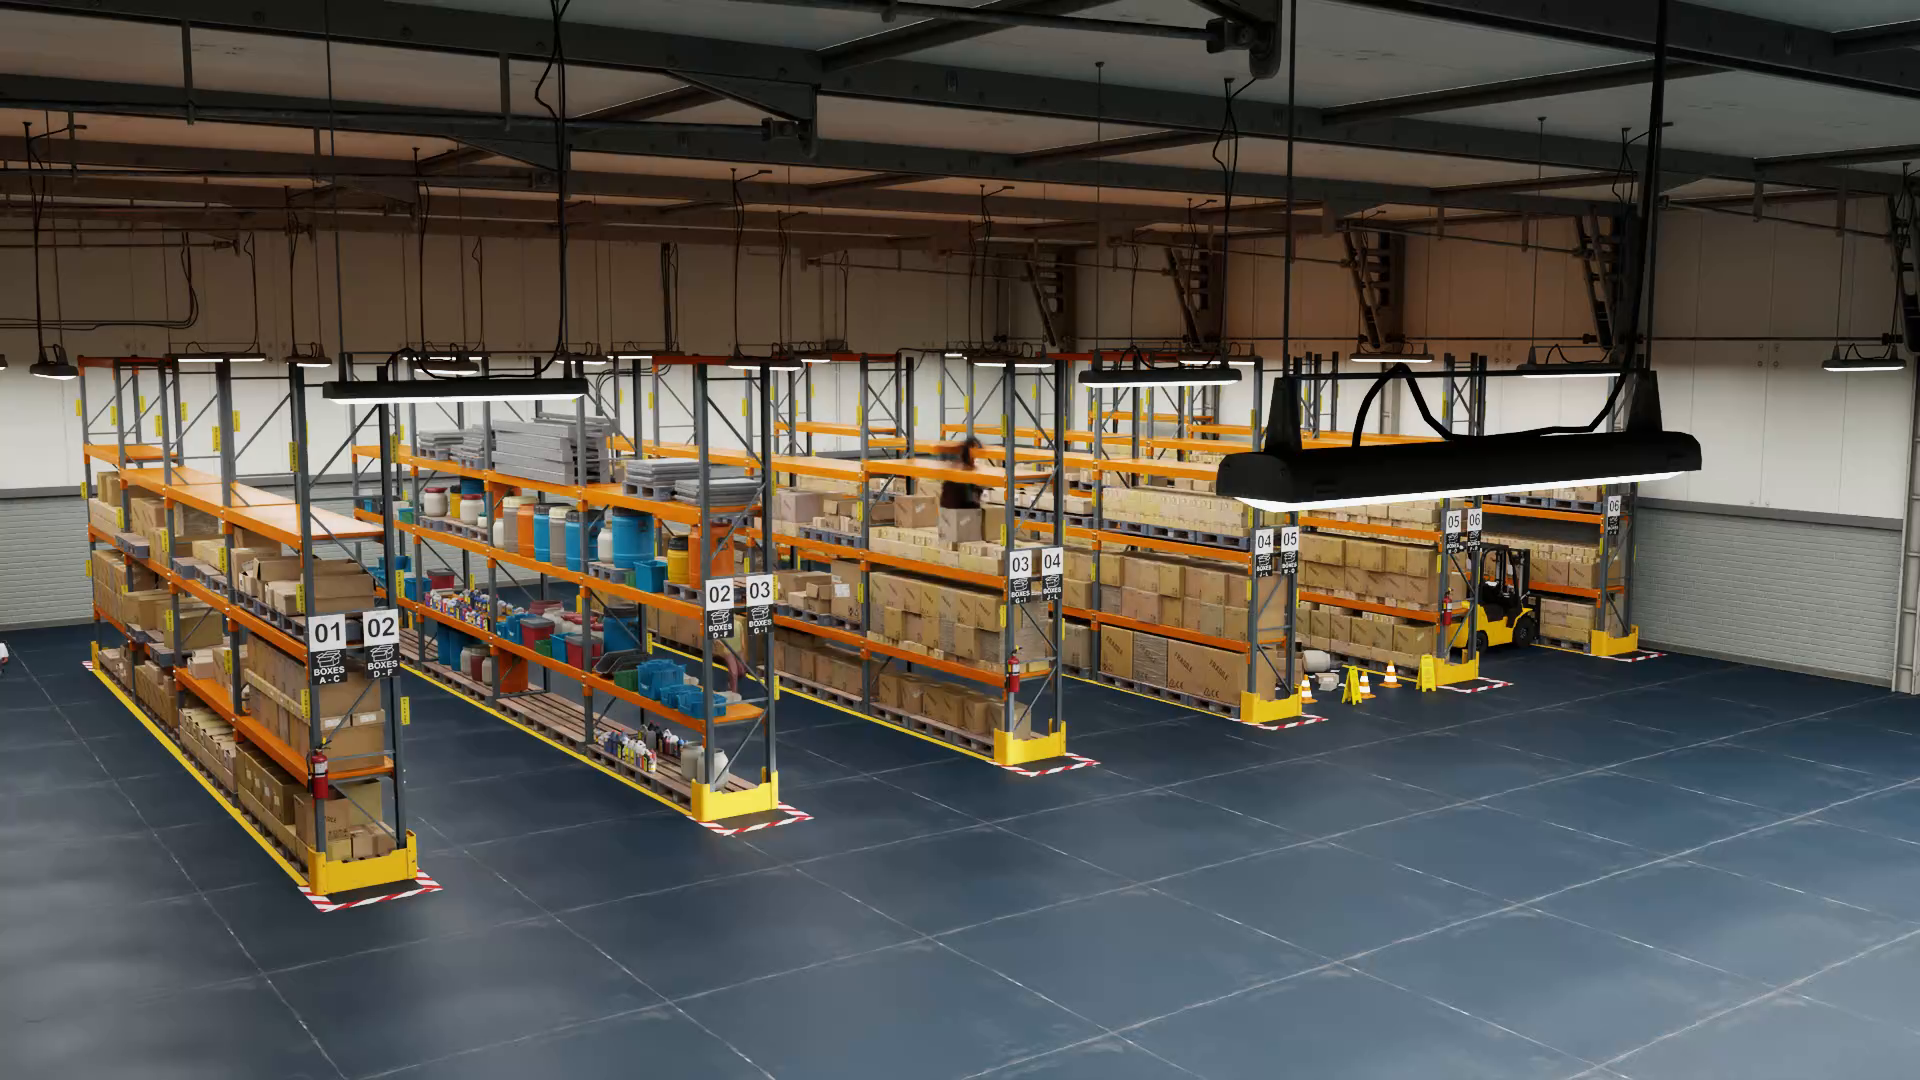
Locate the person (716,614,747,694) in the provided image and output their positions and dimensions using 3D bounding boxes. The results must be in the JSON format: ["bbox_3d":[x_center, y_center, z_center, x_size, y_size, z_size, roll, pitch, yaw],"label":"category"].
[{"bbox_3d":[-4.024,1.974,29.321,0.577,1.620,0.566,-5,8,-35],"label":"person"}]

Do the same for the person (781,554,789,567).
[{"bbox_3d":[-4.511,0.421,42.024,0.574,1.668,0.763,0,7,2],"label":"person"}]

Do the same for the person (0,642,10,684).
[{"bbox_3d":[-15.602,2.232,26.668,0.720,1.785,0.672,6,9,41],"label":"person"}]
